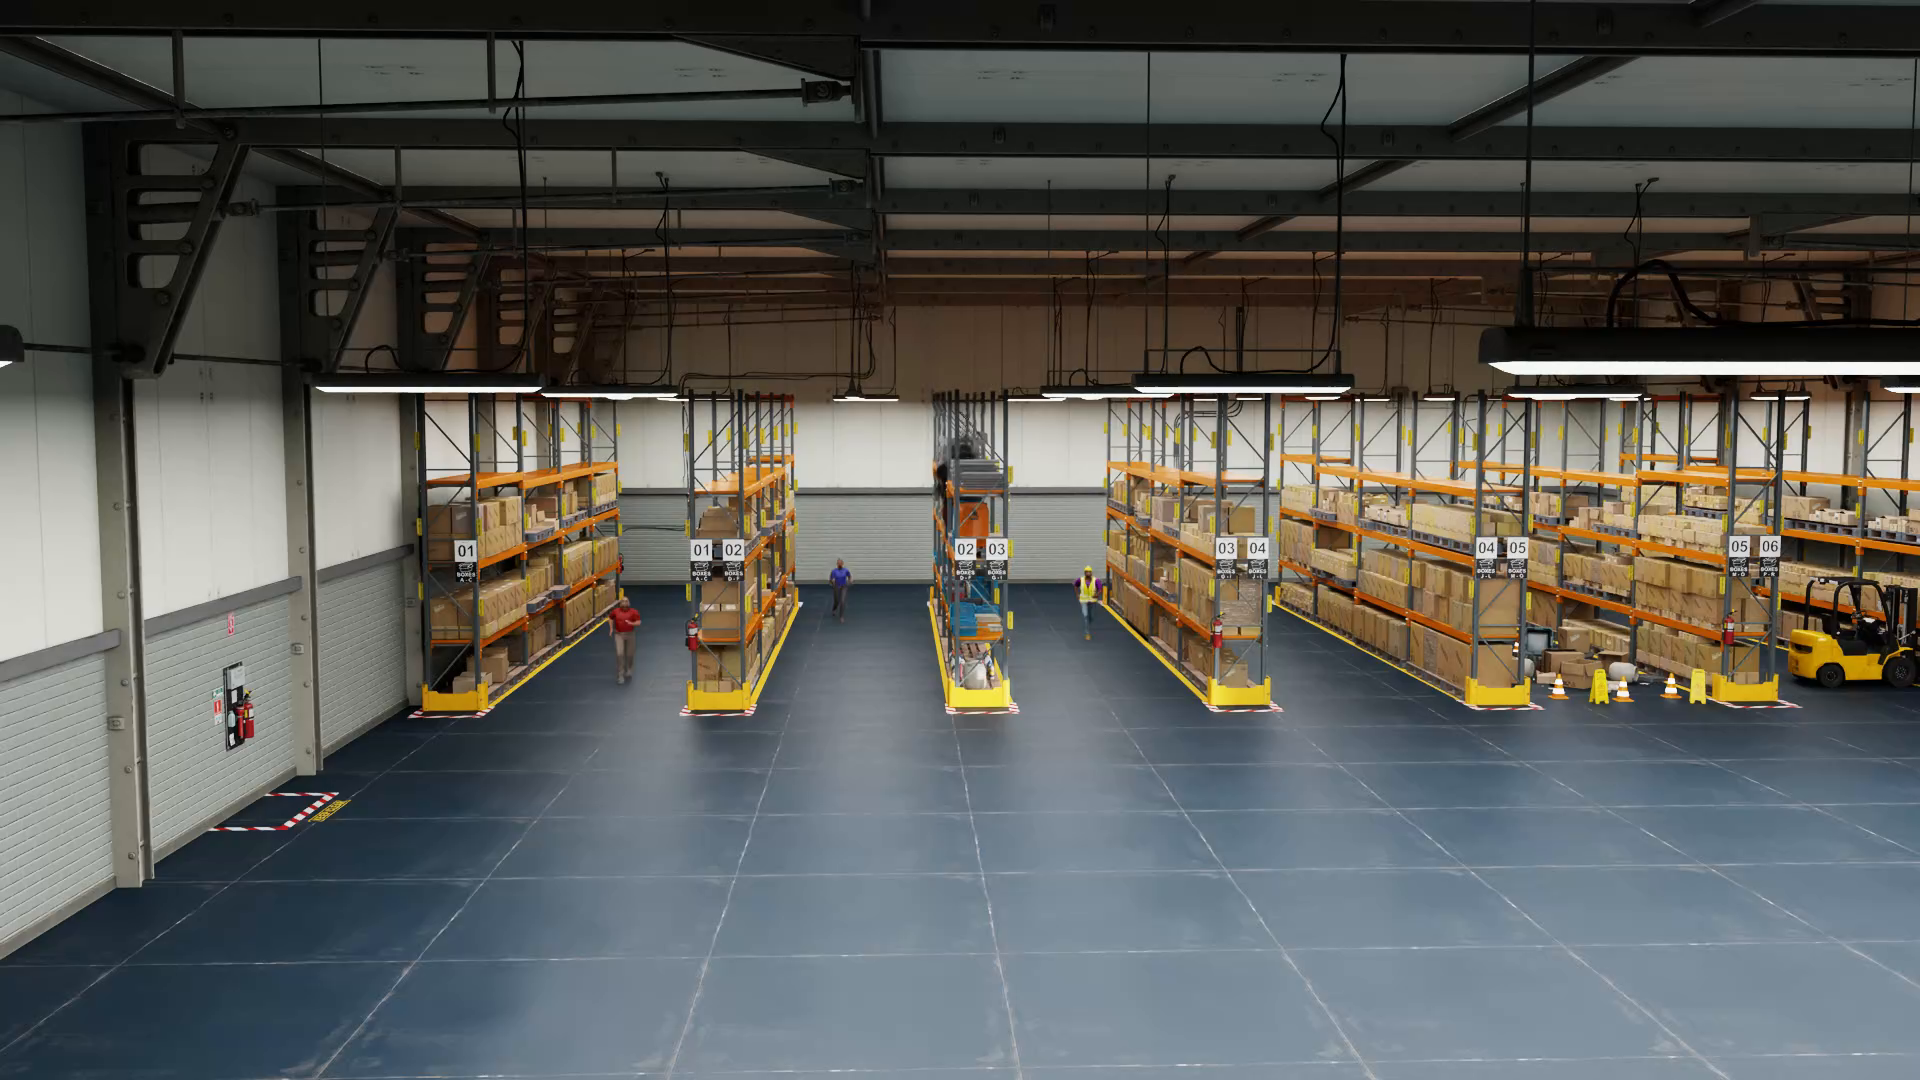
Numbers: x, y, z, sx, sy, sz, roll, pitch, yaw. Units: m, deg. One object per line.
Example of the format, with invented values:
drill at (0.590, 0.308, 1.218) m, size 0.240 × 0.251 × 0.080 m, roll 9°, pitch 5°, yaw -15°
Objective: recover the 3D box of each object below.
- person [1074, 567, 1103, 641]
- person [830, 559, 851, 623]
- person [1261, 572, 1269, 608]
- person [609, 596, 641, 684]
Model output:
person at (3.166, 1.531, 40.845) m, size 0.666 × 1.775 × 1.141 m, roll 0°, pitch 5°, yaw -4°
person at (-3.164, 1.328, 44.048) m, size 0.587 × 1.656 × 0.841 m, roll -1°, pitch 5°, yaw -8°
person at (8.083, 1.214, 45.124) m, size 0.625 × 1.701 × 0.858 m, roll 0°, pitch 5°, yaw -2°
person at (-6.935, 2.036, 34.442) m, size 0.656 × 1.744 × 0.954 m, roll -1°, pitch 5°, yaw -13°
